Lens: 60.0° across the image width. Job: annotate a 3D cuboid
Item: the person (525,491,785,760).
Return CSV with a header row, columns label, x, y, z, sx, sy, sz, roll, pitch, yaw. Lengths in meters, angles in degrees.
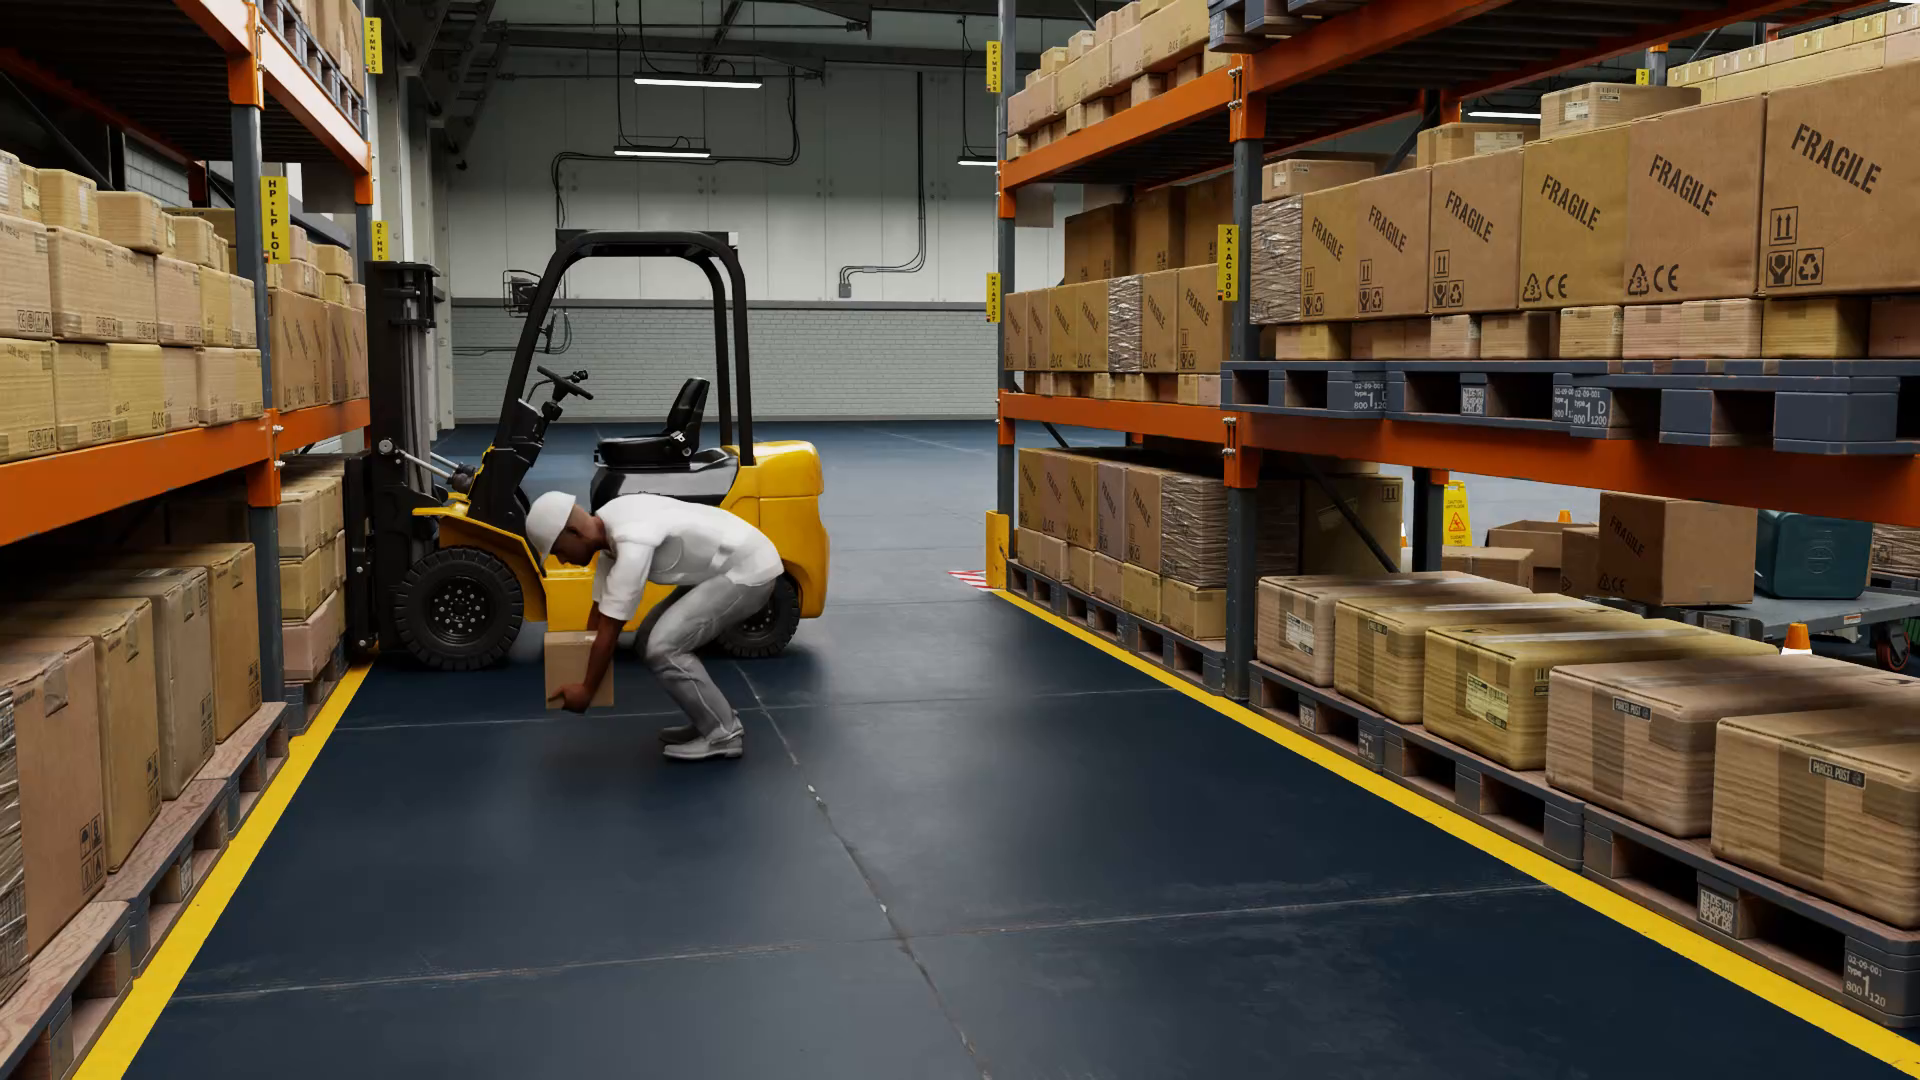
label,x,y,z,sx,sy,sz,roll,pitch,yaw
person,-1.159,0.317,6.369,0.961,1.026,0.522,-2,6,-16
